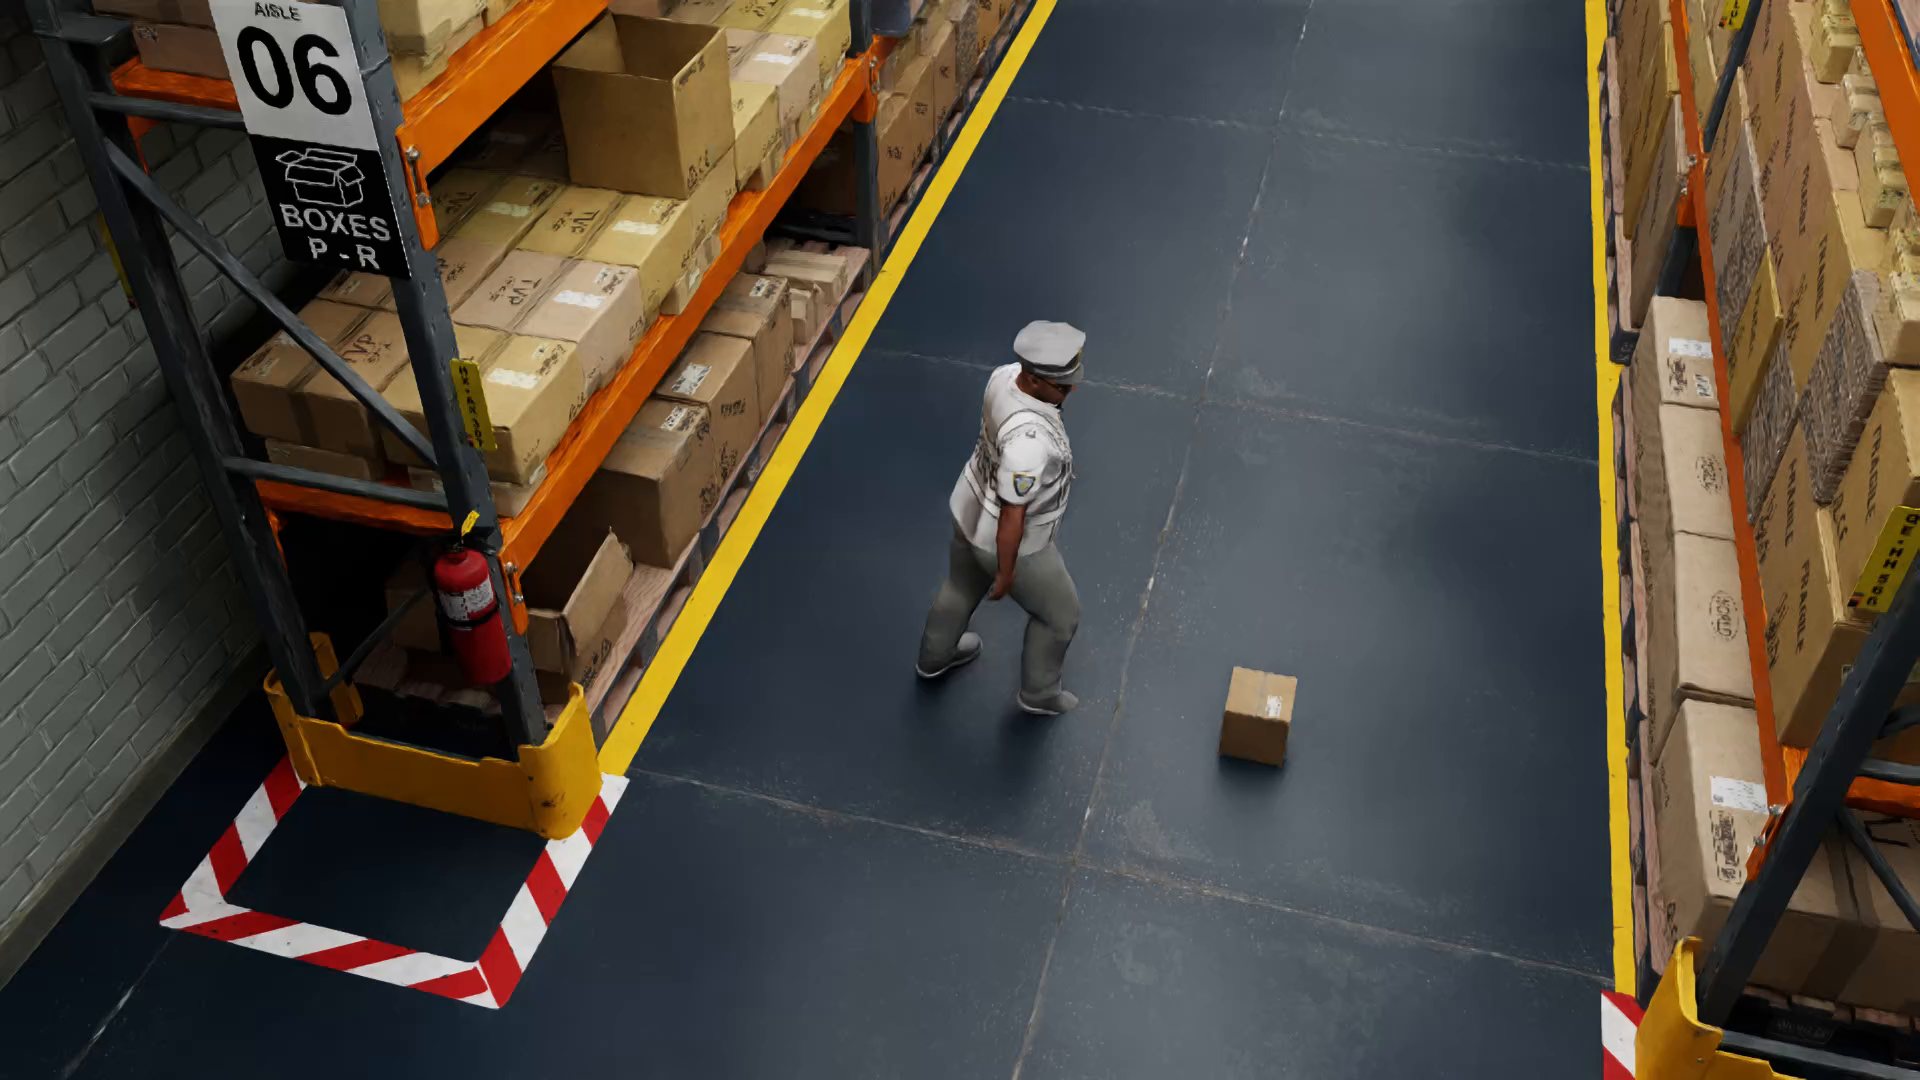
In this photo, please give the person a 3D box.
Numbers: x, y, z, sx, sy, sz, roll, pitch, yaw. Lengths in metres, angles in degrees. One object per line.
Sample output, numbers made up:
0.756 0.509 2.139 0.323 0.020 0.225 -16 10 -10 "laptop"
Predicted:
0.194 -0.043 6.272 0.681 1.793 0.583 -13 43 -15 "person"
